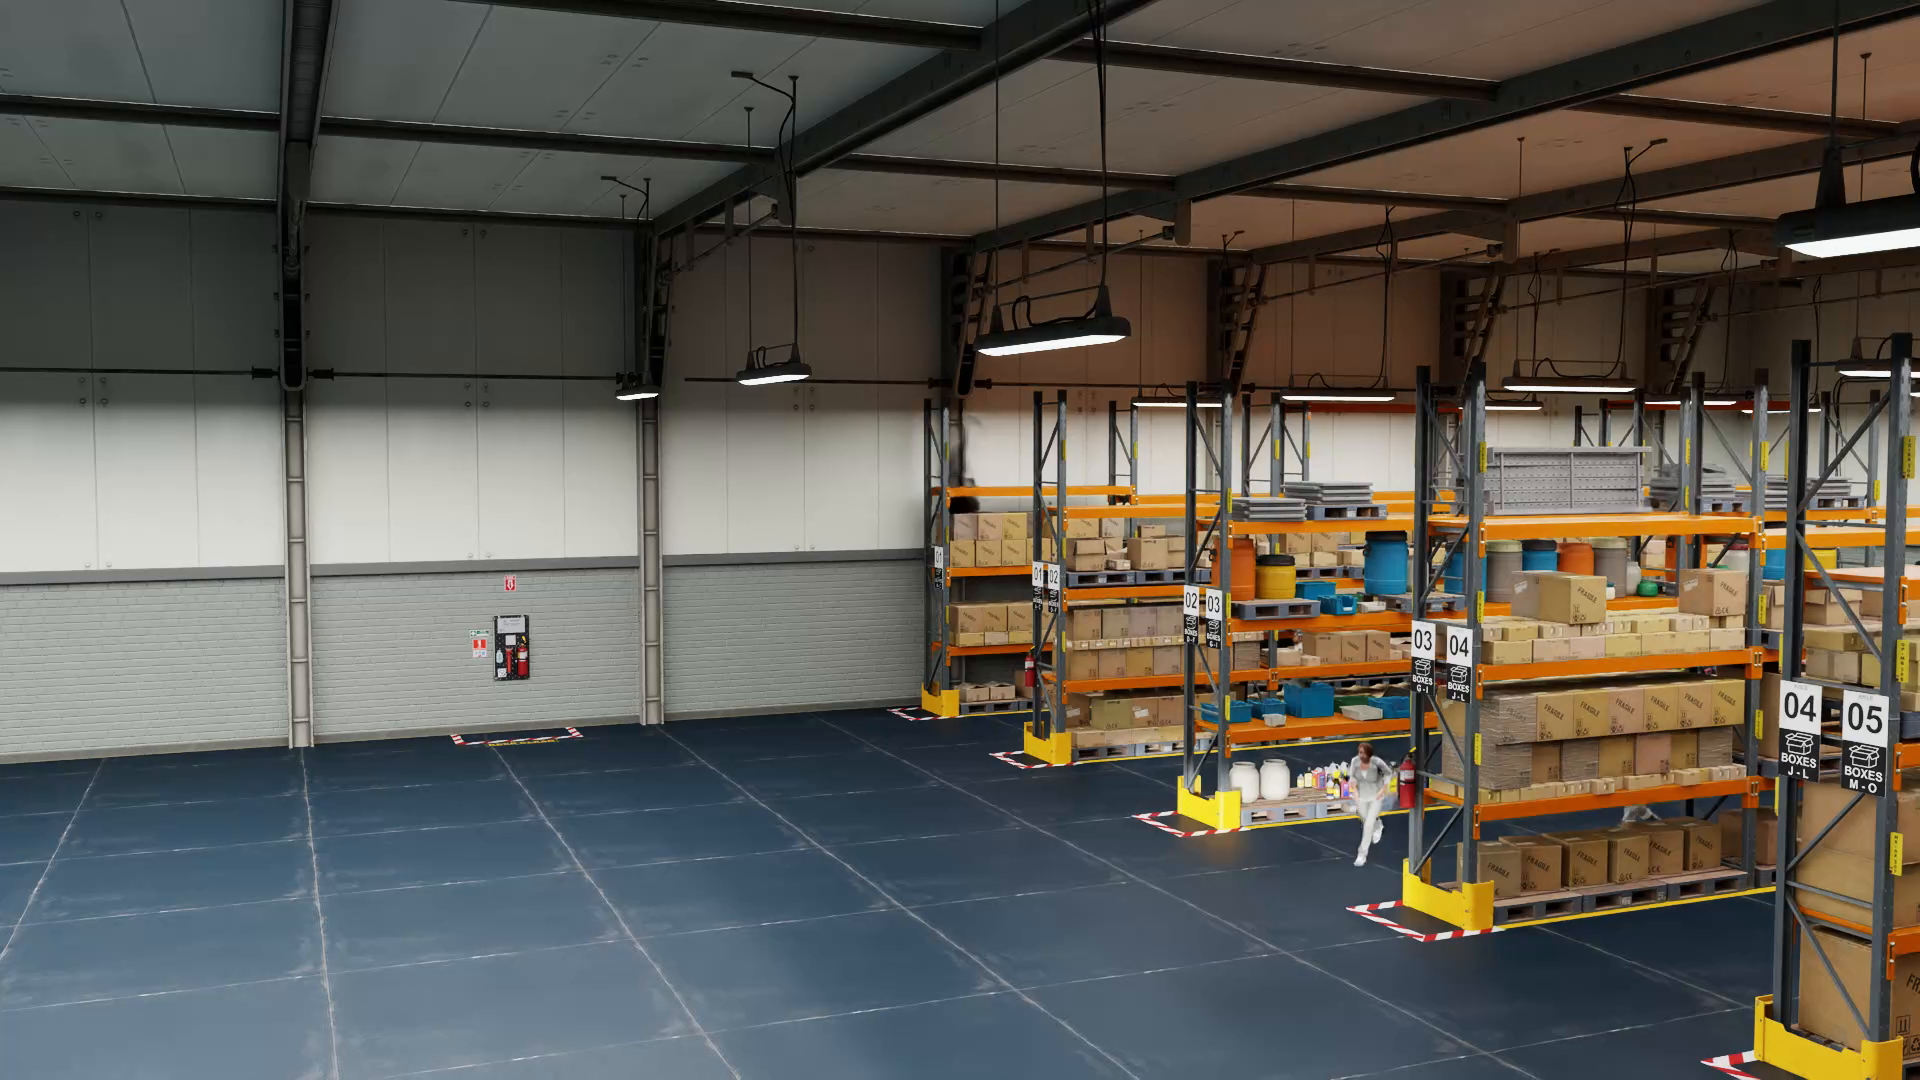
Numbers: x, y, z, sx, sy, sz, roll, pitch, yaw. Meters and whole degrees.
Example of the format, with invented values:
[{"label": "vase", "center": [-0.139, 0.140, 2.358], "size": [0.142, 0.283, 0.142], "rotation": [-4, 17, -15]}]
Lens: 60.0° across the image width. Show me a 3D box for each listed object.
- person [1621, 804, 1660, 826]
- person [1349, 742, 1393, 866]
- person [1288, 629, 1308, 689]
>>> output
[{"label": "person", "center": [8.571, 3.029, 21.033], "size": [0.991, 1.811, 0.655], "rotation": [-2, 4, -27]}, {"label": "person", "center": [5.088, 3.211, 20.535], "size": [0.549, 1.548, 0.866], "rotation": [2, 4, 27]}, {"label": "person", "center": [6.366, 2.506, 31.225], "size": [0.534, 1.671, 0.609], "rotation": [-1, 4, -23]}]
